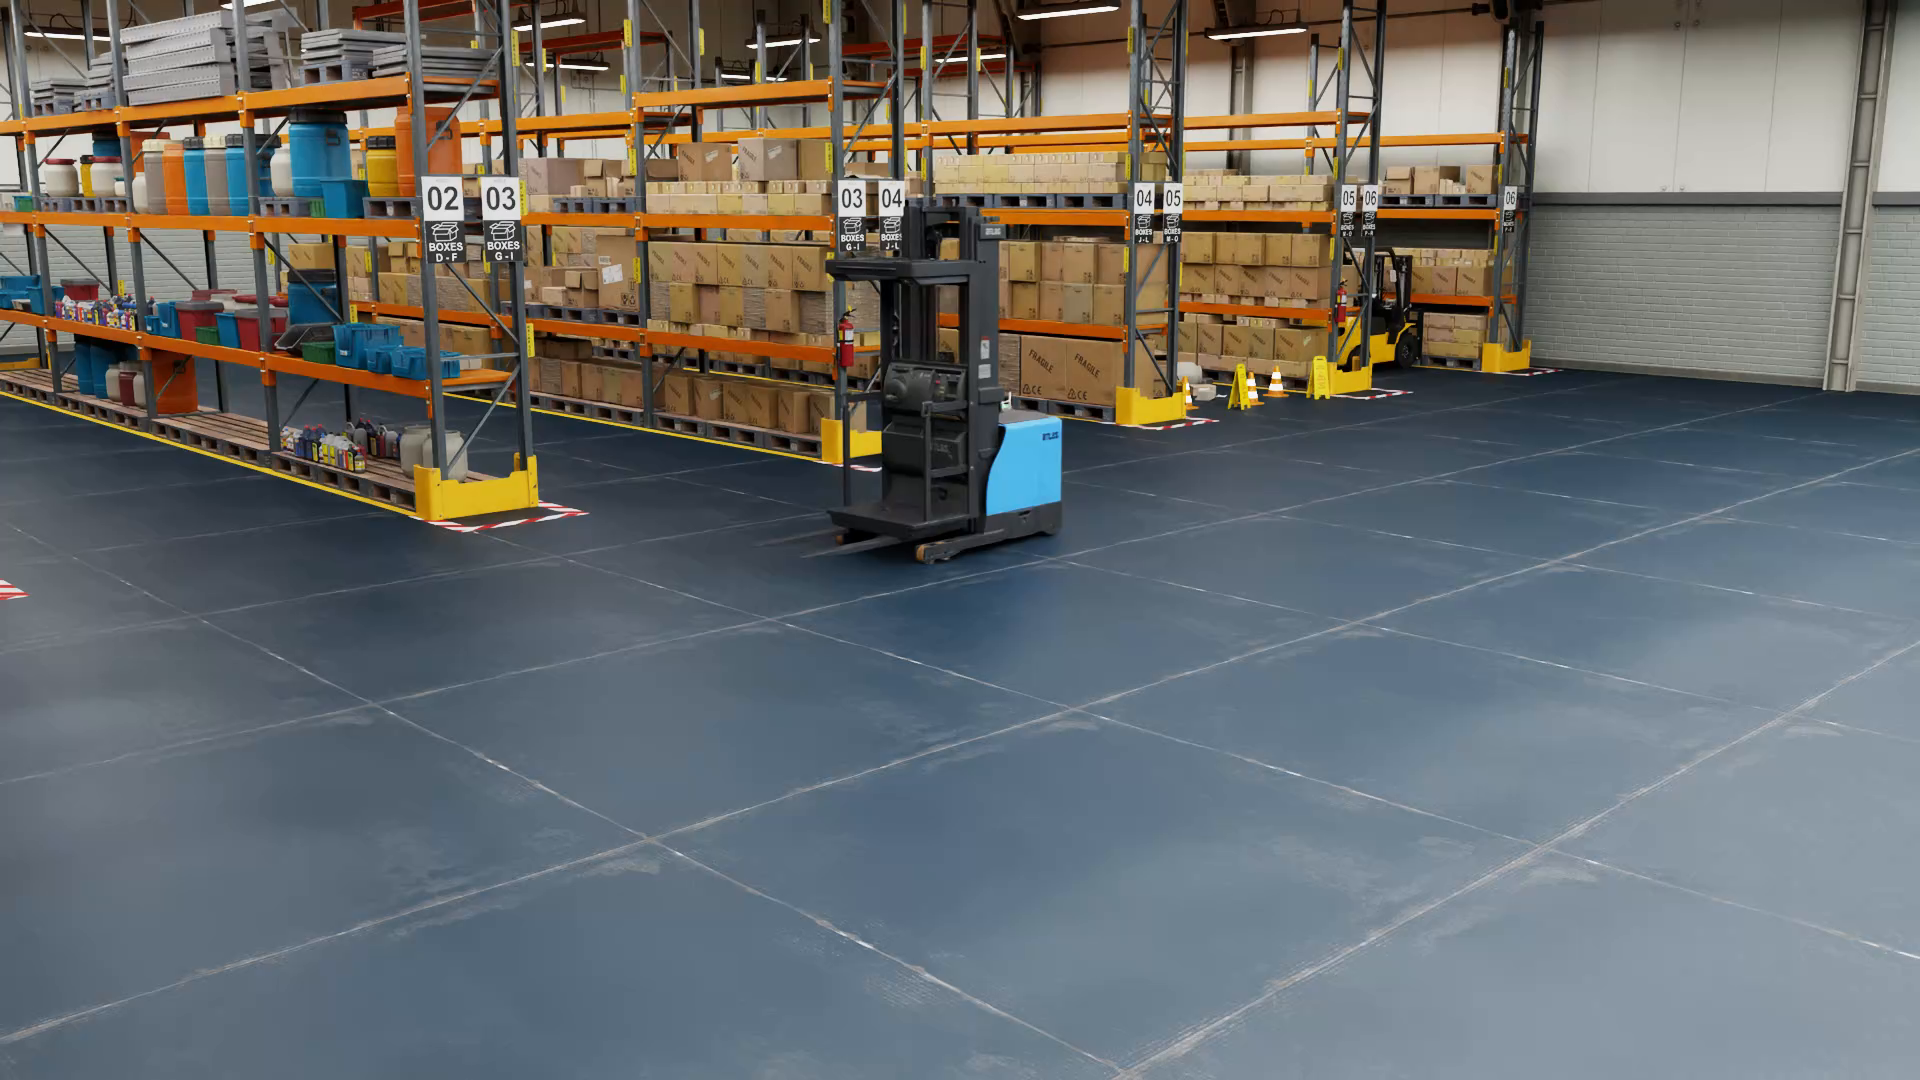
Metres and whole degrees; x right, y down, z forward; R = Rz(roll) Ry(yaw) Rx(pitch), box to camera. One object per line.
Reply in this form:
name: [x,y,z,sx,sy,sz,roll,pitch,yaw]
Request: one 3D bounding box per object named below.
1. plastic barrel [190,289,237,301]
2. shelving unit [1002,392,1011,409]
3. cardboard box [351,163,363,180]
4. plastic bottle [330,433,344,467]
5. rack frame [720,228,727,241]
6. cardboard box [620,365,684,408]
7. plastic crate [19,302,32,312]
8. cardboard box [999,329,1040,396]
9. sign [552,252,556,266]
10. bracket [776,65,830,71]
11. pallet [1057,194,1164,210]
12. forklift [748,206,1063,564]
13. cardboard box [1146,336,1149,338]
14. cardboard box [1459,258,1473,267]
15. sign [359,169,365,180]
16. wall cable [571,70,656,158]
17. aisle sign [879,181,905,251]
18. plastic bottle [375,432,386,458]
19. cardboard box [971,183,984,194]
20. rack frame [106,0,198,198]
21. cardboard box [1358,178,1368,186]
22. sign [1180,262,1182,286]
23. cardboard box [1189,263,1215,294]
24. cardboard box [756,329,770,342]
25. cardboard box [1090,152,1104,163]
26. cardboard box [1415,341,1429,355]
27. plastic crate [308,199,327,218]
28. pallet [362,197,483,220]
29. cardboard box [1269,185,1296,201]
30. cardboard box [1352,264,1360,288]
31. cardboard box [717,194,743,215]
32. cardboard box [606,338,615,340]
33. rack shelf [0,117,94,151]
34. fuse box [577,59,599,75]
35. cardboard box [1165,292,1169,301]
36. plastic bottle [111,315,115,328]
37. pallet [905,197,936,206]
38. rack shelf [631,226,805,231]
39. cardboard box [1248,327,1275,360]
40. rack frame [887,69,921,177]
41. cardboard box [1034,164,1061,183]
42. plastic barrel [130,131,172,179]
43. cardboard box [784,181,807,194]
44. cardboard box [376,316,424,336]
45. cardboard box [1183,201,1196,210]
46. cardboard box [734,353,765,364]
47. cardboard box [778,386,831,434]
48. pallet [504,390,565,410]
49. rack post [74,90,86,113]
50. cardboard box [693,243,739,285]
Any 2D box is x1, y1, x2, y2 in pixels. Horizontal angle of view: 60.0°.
plastic barrel: [-9.611,-2.957,21.493,0.600,0.536,0.708,-11,16,-43]
shelving unit: [0.203,-0.816,15.884,0.503,1.200,0.258,4,11,18]
cardboard box: [-9.915,-6.068,27.963,0.500,0.500,0.700,11,16,42]
plastic bottle: [-6.579,-0.958,17.601,0.144,0.351,0.185,-10,15,-40]
rack frame: [-4.926,-6.155,37.351,1.000,3.000,0.127,-11,16,-43]
cardboard box: [-4.215,-2.106,22.805,0.500,0.500,0.700,10,15,41]
plastic crate: [-13.881,-3.520,25.097,0.437,0.125,0.590,-11,16,-43]
cardboard box: [0.860,-2.631,24.474,0.875,0.875,0.875,-11,16,-42]
sign: [-6.183,-4.211,25.246,0.100,0.325,0.005,-11,16,-43]
bracket: [-5.022,-12.486,44.295,0.076,0.066,5.218,-11,16,-43]
pallet: [2.093,-4.648,22.822,1.003,0.211,1.213,-11,16,-43]
forklift: [-0.448,-1.347,14.185,1.130,2.935,3.031,11,16,43]
cardboard box: [2.997,-3.398,29.443,0.950,0.372,0.625,-11,16,-42]
cardboard box: [9.071,-4.923,29.518,0.380,0.149,0.250,-11,16,-42]
sign: [-9.731,-5.873,27.075,0.100,0.325,0.005,-11,16,-43]
wall cable: [-8.512,-9.988,41.091,2.355,3.000,0.029,-11,16,-43]
aisle sign: [-0.784,-3.745,19.211,0.394,0.787,0.004,-11,16,-43]
plastic bottle: [-6.347,-1.049,18.211,0.061,0.283,0.133,-11,16,-43]
cardboard box: [0.380,-5.088,24.076,0.380,0.149,0.250,-11,16,-43]
rack frame: [-10.151,-5.854,21.026,1.000,3.000,0.127,-11,16,-43]
cardboard box: [7.347,-6.620,31.110,0.500,0.311,0.500,-10,16,-41]
sign: [3.019,-3.654,22.873,0.100,0.325,0.005,-11,16,-43]
cardboard box: [4.164,-4.350,27.606,0.500,0.500,0.500,-11,16,-43]
cardboard box: [-2.265,-2.508,20.276,0.380,0.149,0.250,-11,16,-43]
cardboard box: [1.964,-5.145,22.374,0.380,0.149,0.250,-11,16,-42]
cardboard box: [8.482,-3.543,30.450,0.500,0.250,0.500,-11,16,-42]
plastic crate: [-6.496,-3.429,17.214,0.336,0.188,0.450,-11,16,-43]
pallet: [-5.127,-3.259,16.333,1.003,0.211,1.213,-11,16,-43]
cardboard box: [5.238,-5.474,26.246,0.500,0.250,0.500,-11,16,-43]
cardboard box: [7.438,-4.970,31.352,0.500,0.500,0.500,-11,16,-42]
cardboard box: [-2.607,-4.090,20.269,0.500,0.250,0.500,-11,16,-44]
cardboard box: [-6.515,-3.897,31.682,0.250,0.149,0.380,11,16,43]
rack shelf: [-14.295,-6.182,25.389,1.077,0.370,4.000,-11,16,-43]
fuse box: [-9.001,-11.440,40.211,0.513,0.334,0.176,-11,16,-43]
cardboard box: [3.558,-4.160,28.292,0.380,0.149,0.250,-10,15,-41]
plastic bottle: [-11.301,-2.942,22.251,0.097,0.201,0.097,0,12,0]
pallet: [-0.818,-5.201,25.764,1.217,0.209,0.805,11,16,43]
rack shelf: [-4.293,-5.691,29.451,1.077,0.370,4.000,-11,16,-43]
cardboard box: [5.019,-3.202,26.935,0.500,0.500,0.500,-10,15,-40]
rack frame: [-1.339,-9.785,40.106,1.000,3.000,0.127,-11,16,-43]
cardboard box: [1.382,-5.090,23.096,0.500,0.250,0.500,-11,16,-43]
plastic barrel: [-10.541,-4.884,21.647,0.600,0.830,0.708,-11,16,-43]
cardboard box: [-1.825,-4.106,19.355,0.250,0.149,0.380,11,16,43]
cardboard box: [-8.875,-3.264,27.547,1.225,0.875,0.875,-11,16,-42]
cardboard box: [3.934,-5.561,27.658,0.380,0.149,0.250,-10,15,-41]
cardboard box: [-3.555,-3.324,28.763,0.500,0.500,0.500,-11,16,-43]
cardboard box: [-1.901,-1.596,20.378,0.500,0.500,0.500,-6,13,-28]
pallet: [-6.030,-2.126,24.708,1.003,0.211,1.213,-11,16,-43]
rack post: [-11.424,-5.915,22.562,0.937,0.300,0.954,-9,15,-37]
cardboard box: [-2.988,-3.460,20.808,0.500,0.500,0.500,-11,16,-43]
